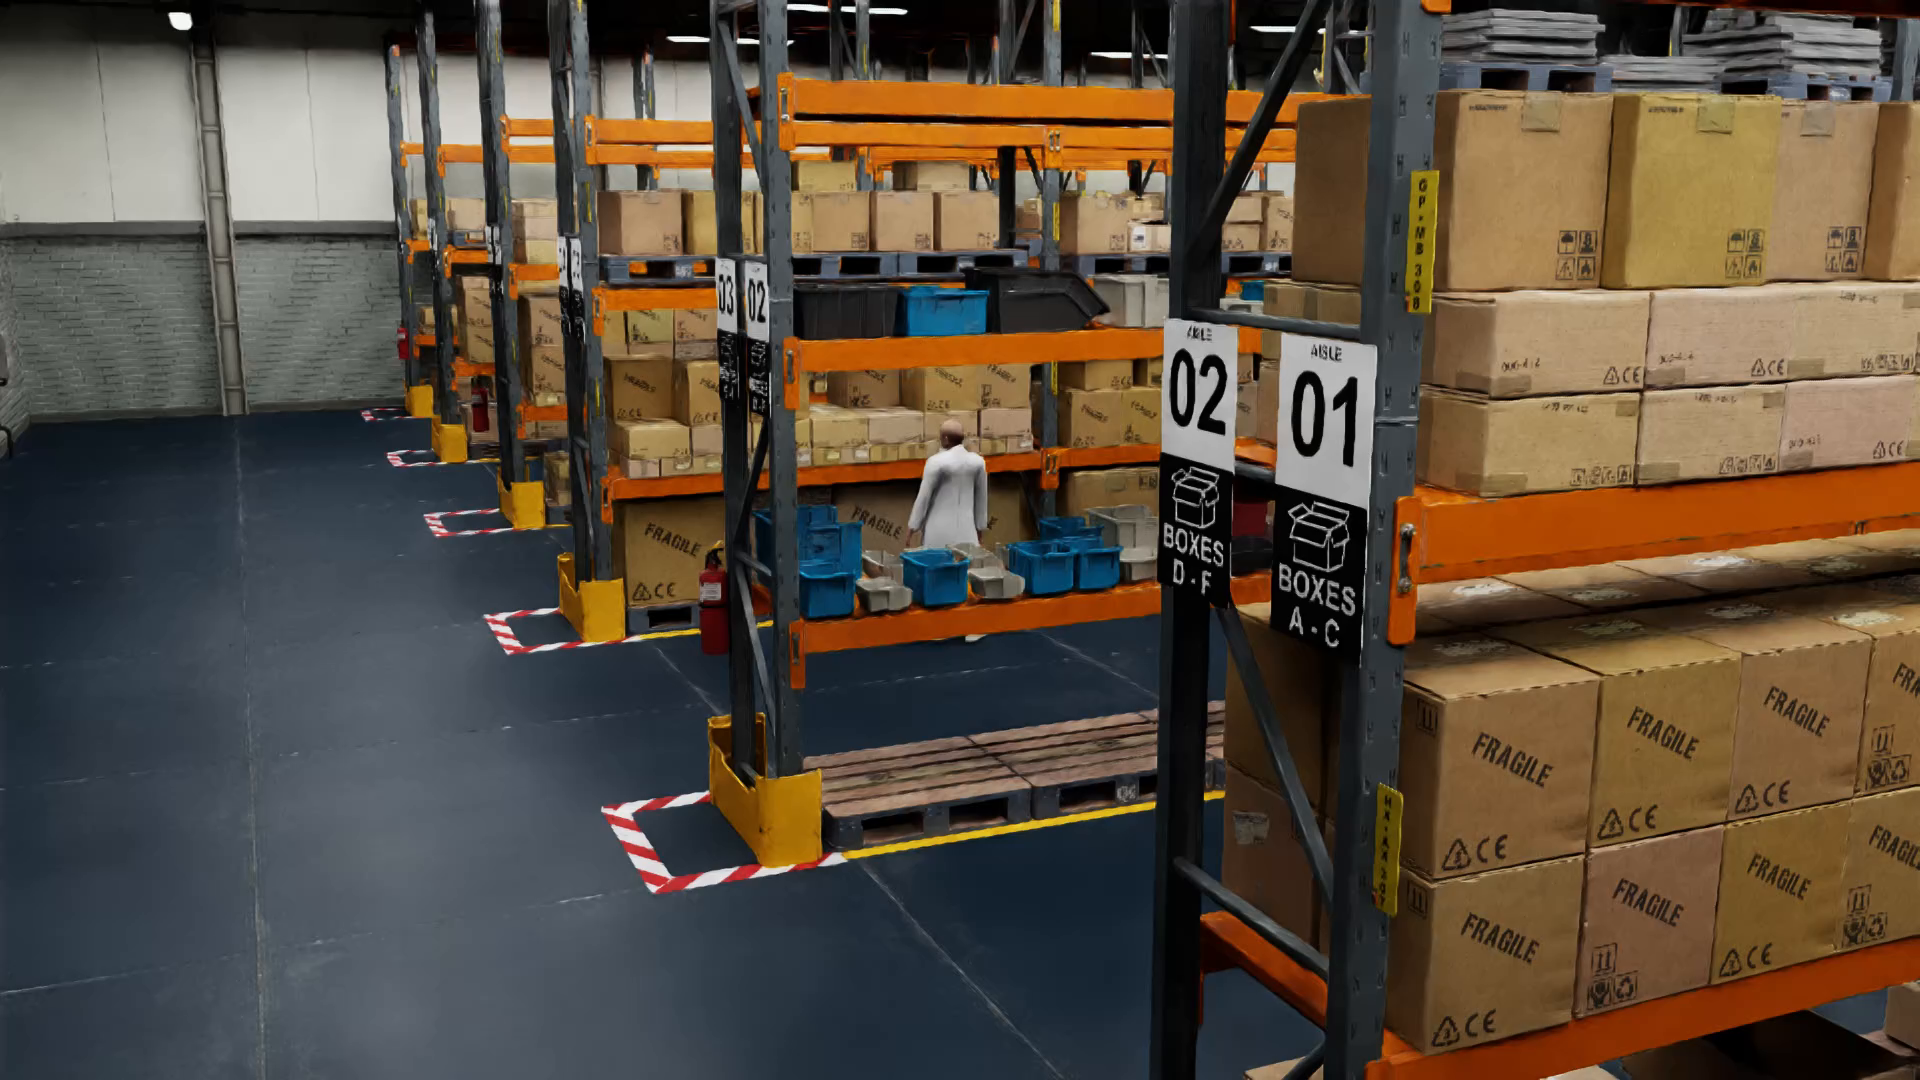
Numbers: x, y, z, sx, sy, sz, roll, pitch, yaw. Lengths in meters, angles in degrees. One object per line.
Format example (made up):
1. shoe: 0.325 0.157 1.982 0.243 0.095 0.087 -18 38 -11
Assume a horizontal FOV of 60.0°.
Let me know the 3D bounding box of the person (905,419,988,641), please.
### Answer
1. person: -0.102 -0.078 13.264 0.694 1.784 0.503 -6 13 -27
